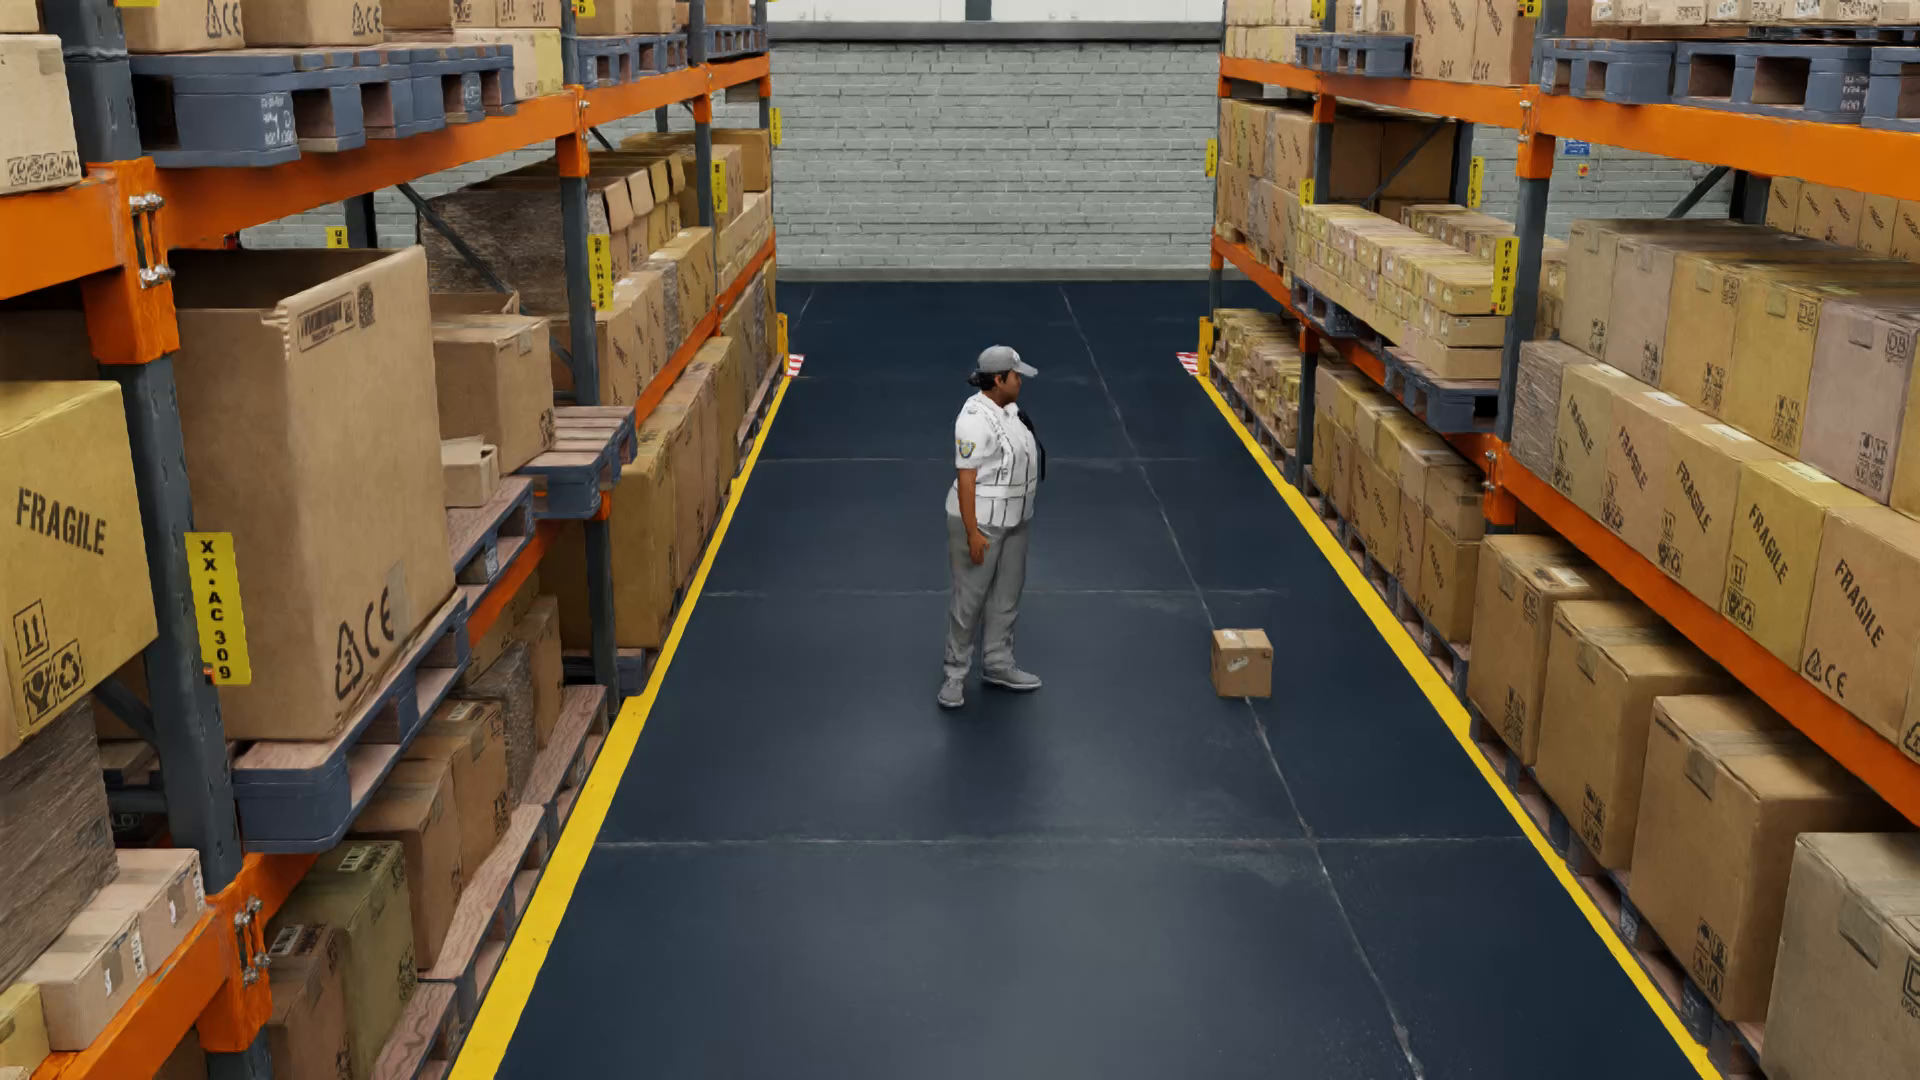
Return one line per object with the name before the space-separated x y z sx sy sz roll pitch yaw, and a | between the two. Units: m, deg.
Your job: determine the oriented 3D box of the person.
person | 0.128 -0.070 7.731 0.398 1.668 0.591 11 20 31
